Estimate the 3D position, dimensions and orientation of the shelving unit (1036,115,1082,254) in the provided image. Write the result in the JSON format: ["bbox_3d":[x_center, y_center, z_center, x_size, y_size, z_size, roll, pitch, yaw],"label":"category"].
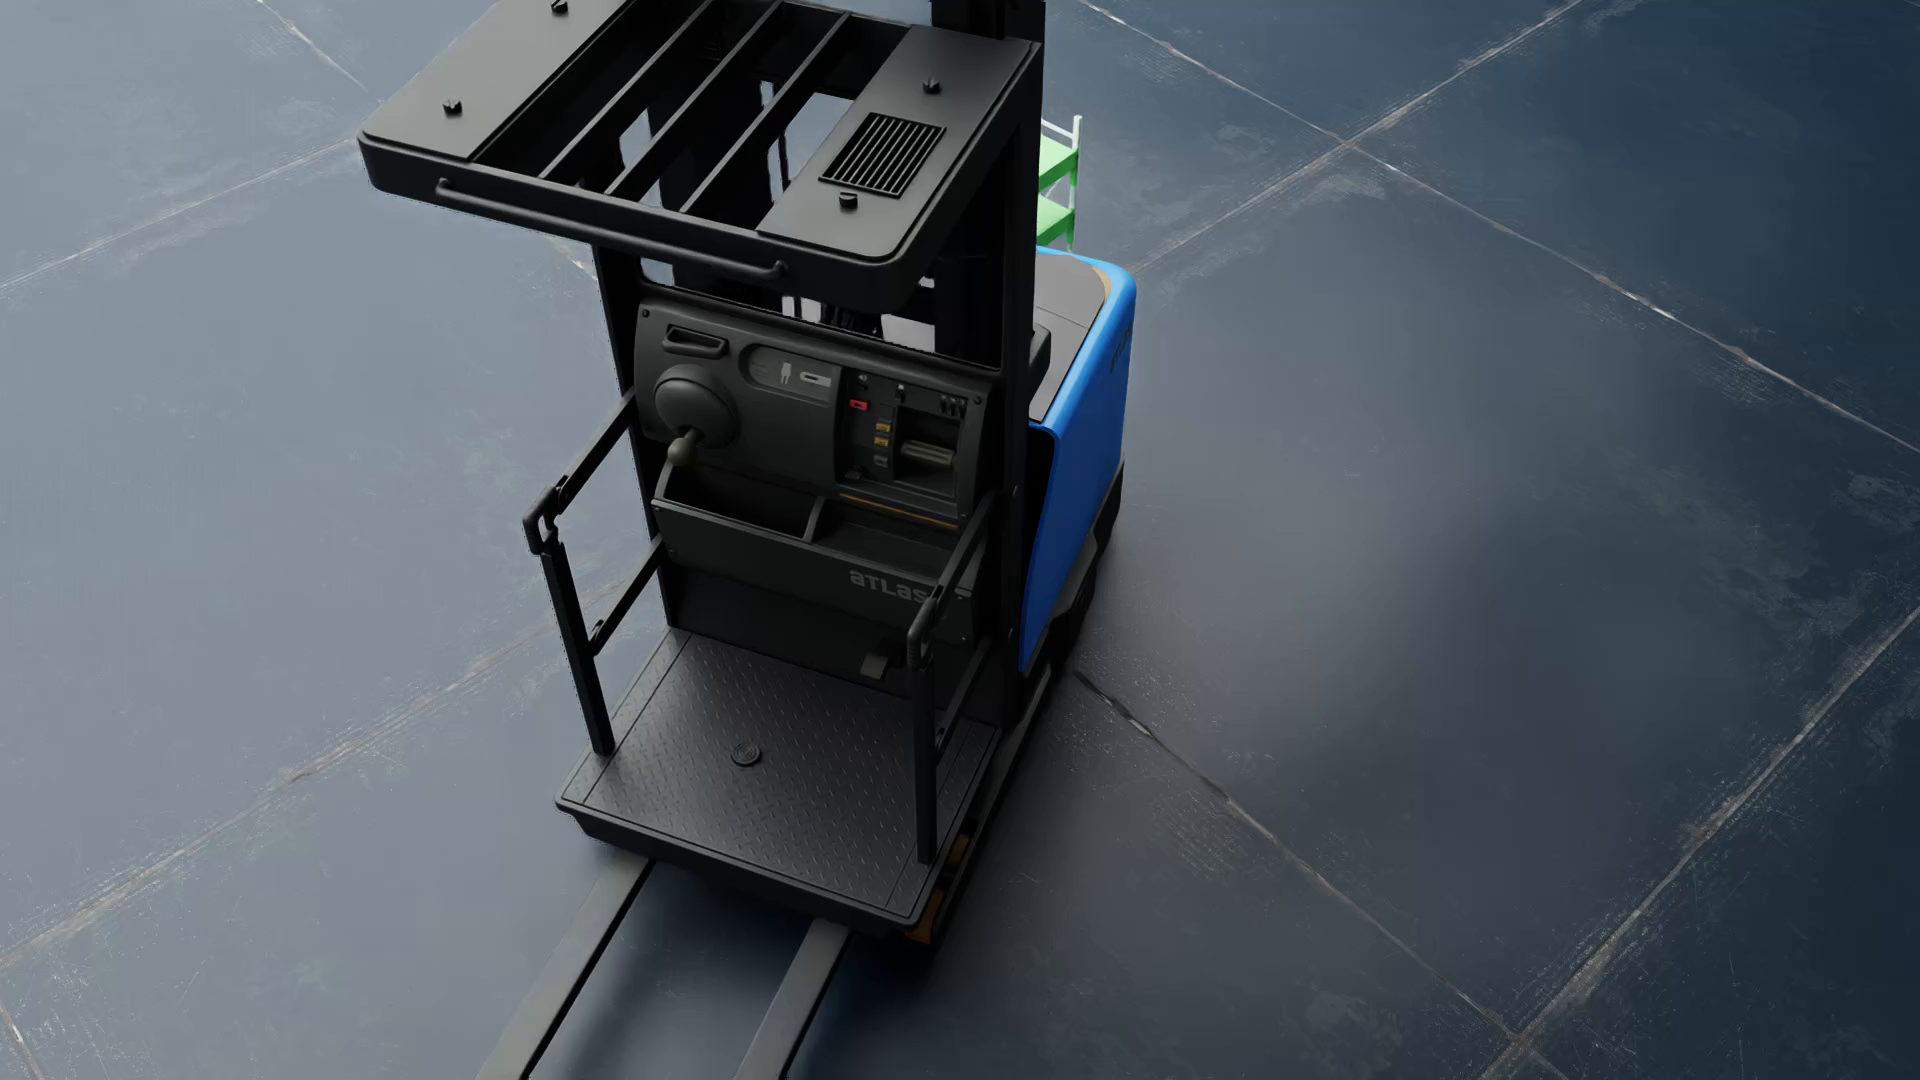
[{"bbox_3d":[0.138,-0.883,5.749,0.258,1.200,0.503,33,55,27],"label":"shelving unit"}]

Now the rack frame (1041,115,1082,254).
[{"bbox_3d":[0.300,-1.017,5.872,0.240,1.200,0.015,33,55,27],"label":"rack frame"}]

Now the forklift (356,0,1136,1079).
[{"bbox_3d":[-0.453,-0.212,3.952,1.130,2.935,3.031,16,49,14],"label":"forklift"}]

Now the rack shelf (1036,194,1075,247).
[{"bbox_3d":[0.138,-1.003,5.619,0.258,0.148,0.480,33,55,27],"label":"rack shelf"}]

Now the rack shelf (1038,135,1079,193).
[{"bbox_3d":[0.138,-1.165,5.443,0.258,0.148,0.480,33,55,27],"label":"rack shelf"}]
